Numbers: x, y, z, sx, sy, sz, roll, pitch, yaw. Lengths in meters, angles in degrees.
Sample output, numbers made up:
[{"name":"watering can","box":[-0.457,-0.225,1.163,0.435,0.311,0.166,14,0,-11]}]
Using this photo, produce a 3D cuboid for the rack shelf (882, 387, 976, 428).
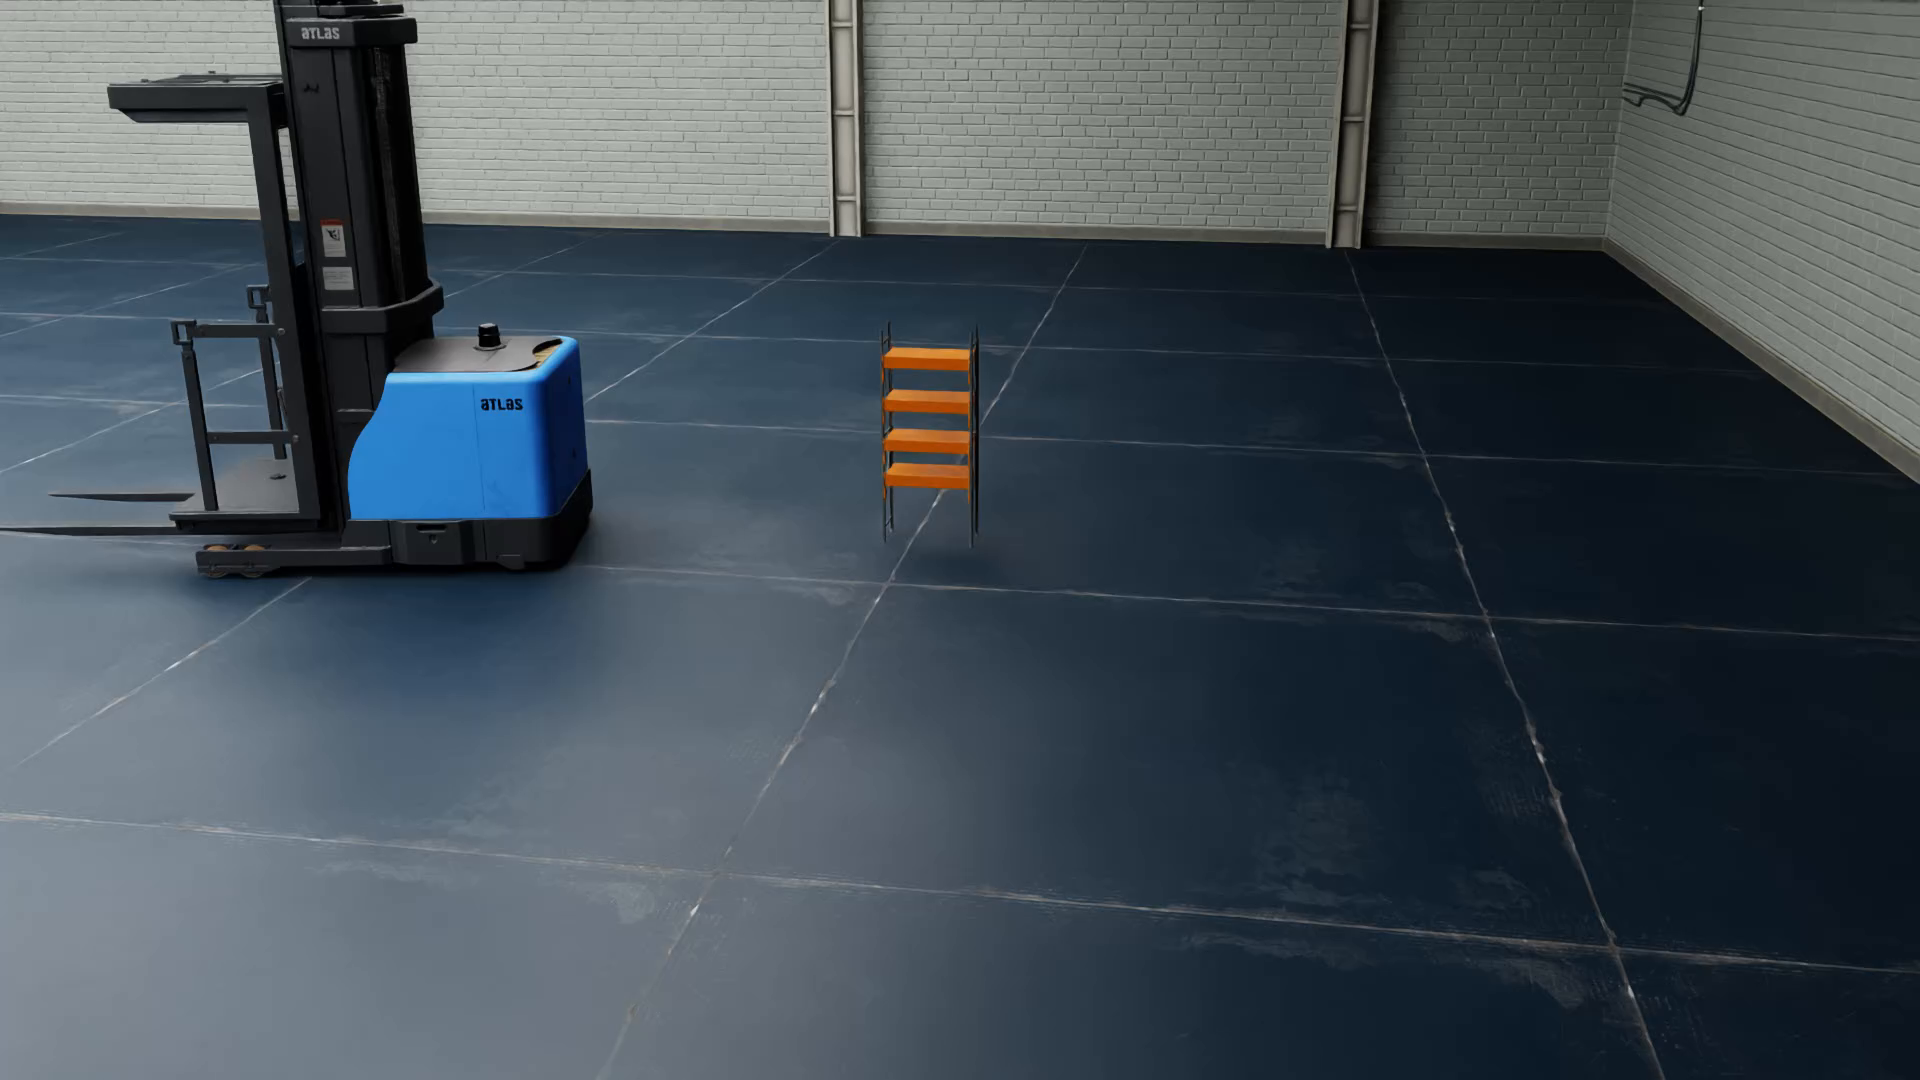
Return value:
[{"name":"rack shelf","box":[-0.163,-0.726,9.088,0.480,0.148,0.258,3,19,9]}]

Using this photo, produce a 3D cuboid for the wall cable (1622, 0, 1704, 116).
[{"name":"wall cable","box":[7.237,-5.714,17.092,0.112,2.526,3.097,3,19,9]}]

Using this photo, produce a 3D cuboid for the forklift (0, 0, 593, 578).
[{"name":"forklift","box":[-3.629,-1.362,8.753,3.031,2.935,1.130,0,19,-1]}]

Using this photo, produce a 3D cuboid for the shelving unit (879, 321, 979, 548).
[{"name":"shelving unit","box":[-0.163,-0.577,9.138,0.503,1.200,0.258,3,19,9]}]

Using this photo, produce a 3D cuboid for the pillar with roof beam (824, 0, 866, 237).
[{"name":"pillar with roof beam","box":[-2.069,-6.702,15.152,0.400,9.000,9.100,3,19,9]}]

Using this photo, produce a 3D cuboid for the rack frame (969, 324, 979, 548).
[{"name":"rack frame","box":[0.077,-0.565,9.101,0.015,1.200,0.240,3,19,9]}]

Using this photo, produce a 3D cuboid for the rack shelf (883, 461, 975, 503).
[{"name":"rack shelf","box":[-0.163,-0.325,9.222,0.480,0.148,0.258,3,19,9]}]

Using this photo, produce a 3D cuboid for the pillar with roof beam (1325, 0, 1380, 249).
[{"name":"pillar with roof beam","box":[3.855,-6.400,14.249,0.400,9.000,9.100,3,19,9]}]

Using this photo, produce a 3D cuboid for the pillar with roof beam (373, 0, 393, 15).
[{"name":"pillar with roof beam","box":[-7.993,-7.004,16.054,0.400,9.000,9.100,3,19,9]}]

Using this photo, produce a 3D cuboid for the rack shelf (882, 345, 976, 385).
[{"name":"rack shelf","box":[-0.163,-0.950,9.013,0.480,0.148,0.258,3,19,9]}]

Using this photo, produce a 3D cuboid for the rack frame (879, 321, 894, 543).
[{"name":"rack frame","box":[-0.404,-0.590,9.174,0.015,1.200,0.240,3,19,9]}]

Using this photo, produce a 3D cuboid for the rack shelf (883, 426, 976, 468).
[{"name":"rack shelf","box":[-0.163,-0.514,9.159,0.480,0.148,0.258,3,19,9]}]
